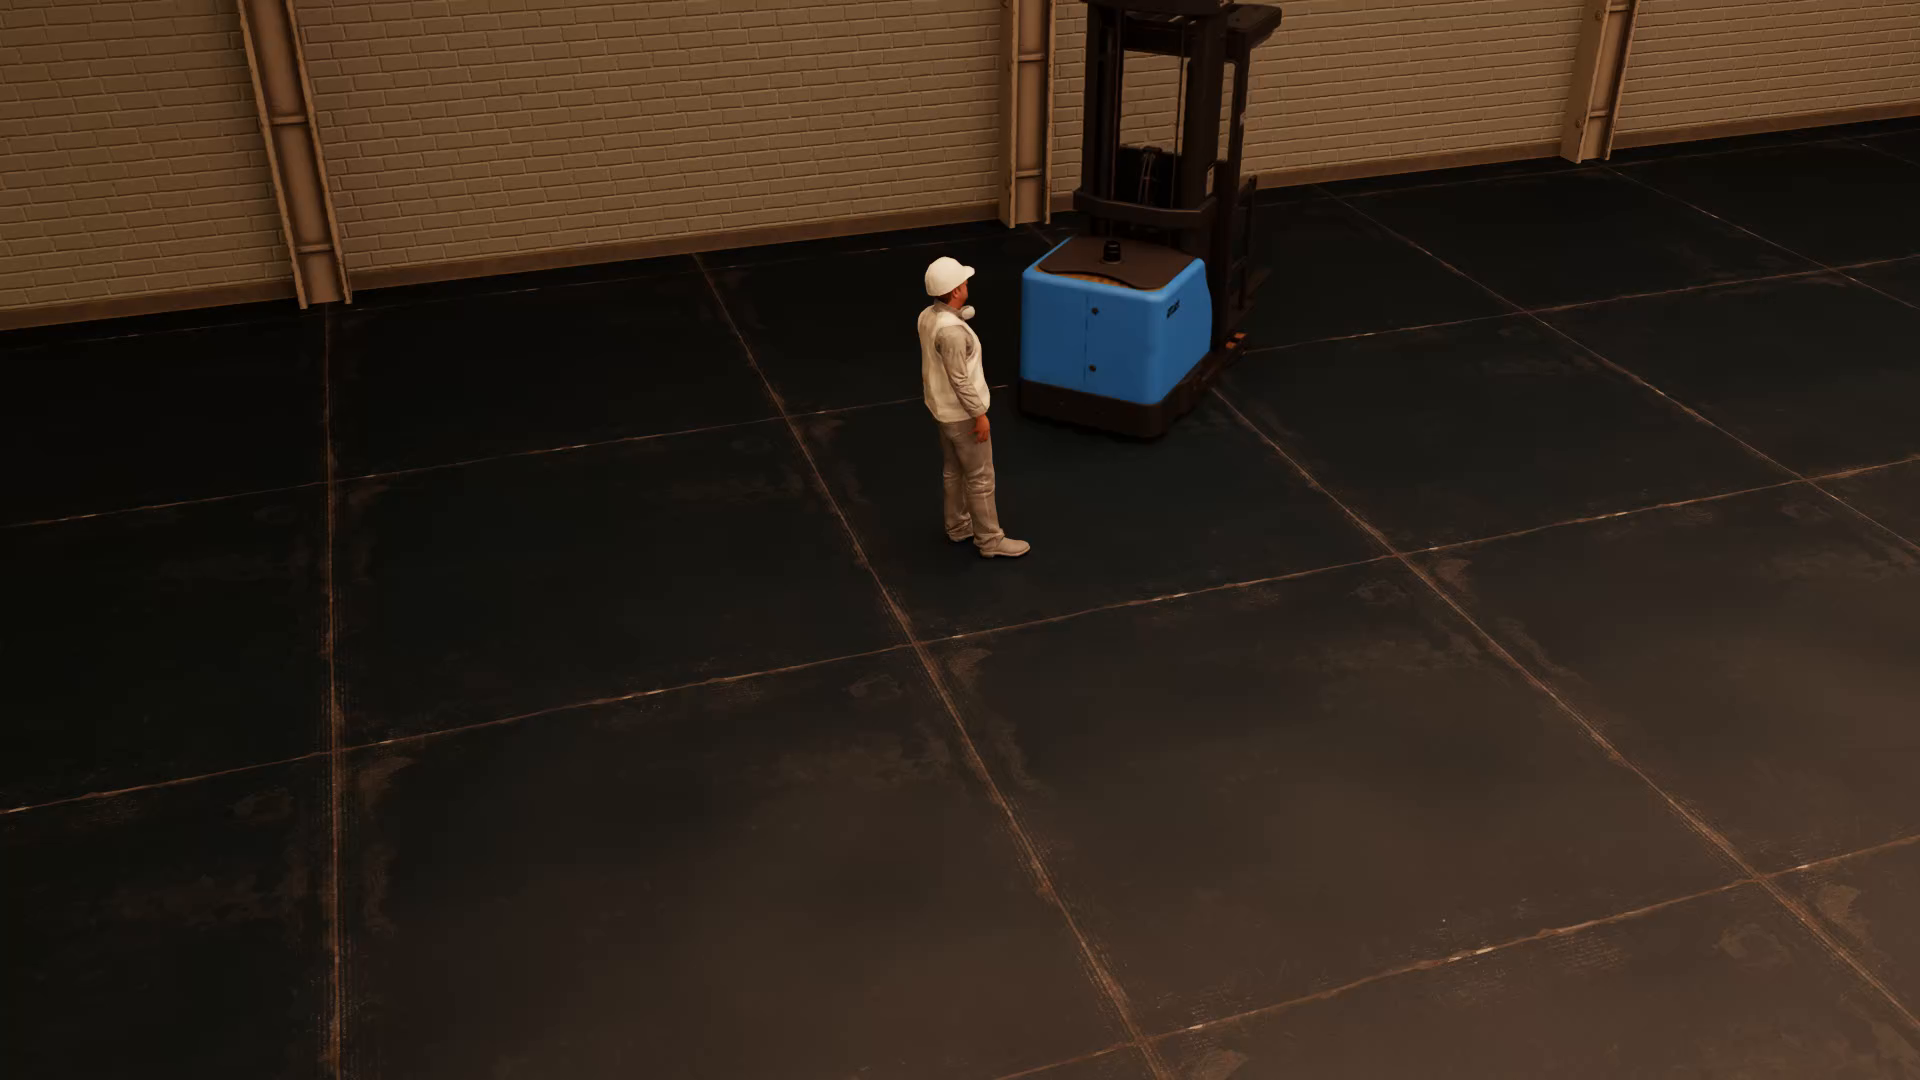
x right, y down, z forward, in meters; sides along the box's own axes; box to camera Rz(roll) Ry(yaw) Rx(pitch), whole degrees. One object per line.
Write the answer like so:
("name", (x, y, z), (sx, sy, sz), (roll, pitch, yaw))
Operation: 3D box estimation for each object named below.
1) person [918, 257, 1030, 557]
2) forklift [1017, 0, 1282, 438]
("person", (0.062, -0.782, 9.592), (0.565, 1.776, 0.634), (-10, 31, -16))
("forklift", (1.515, -2.657, 11.705), (1.130, 2.935, 3.031), (14, 33, 23))
